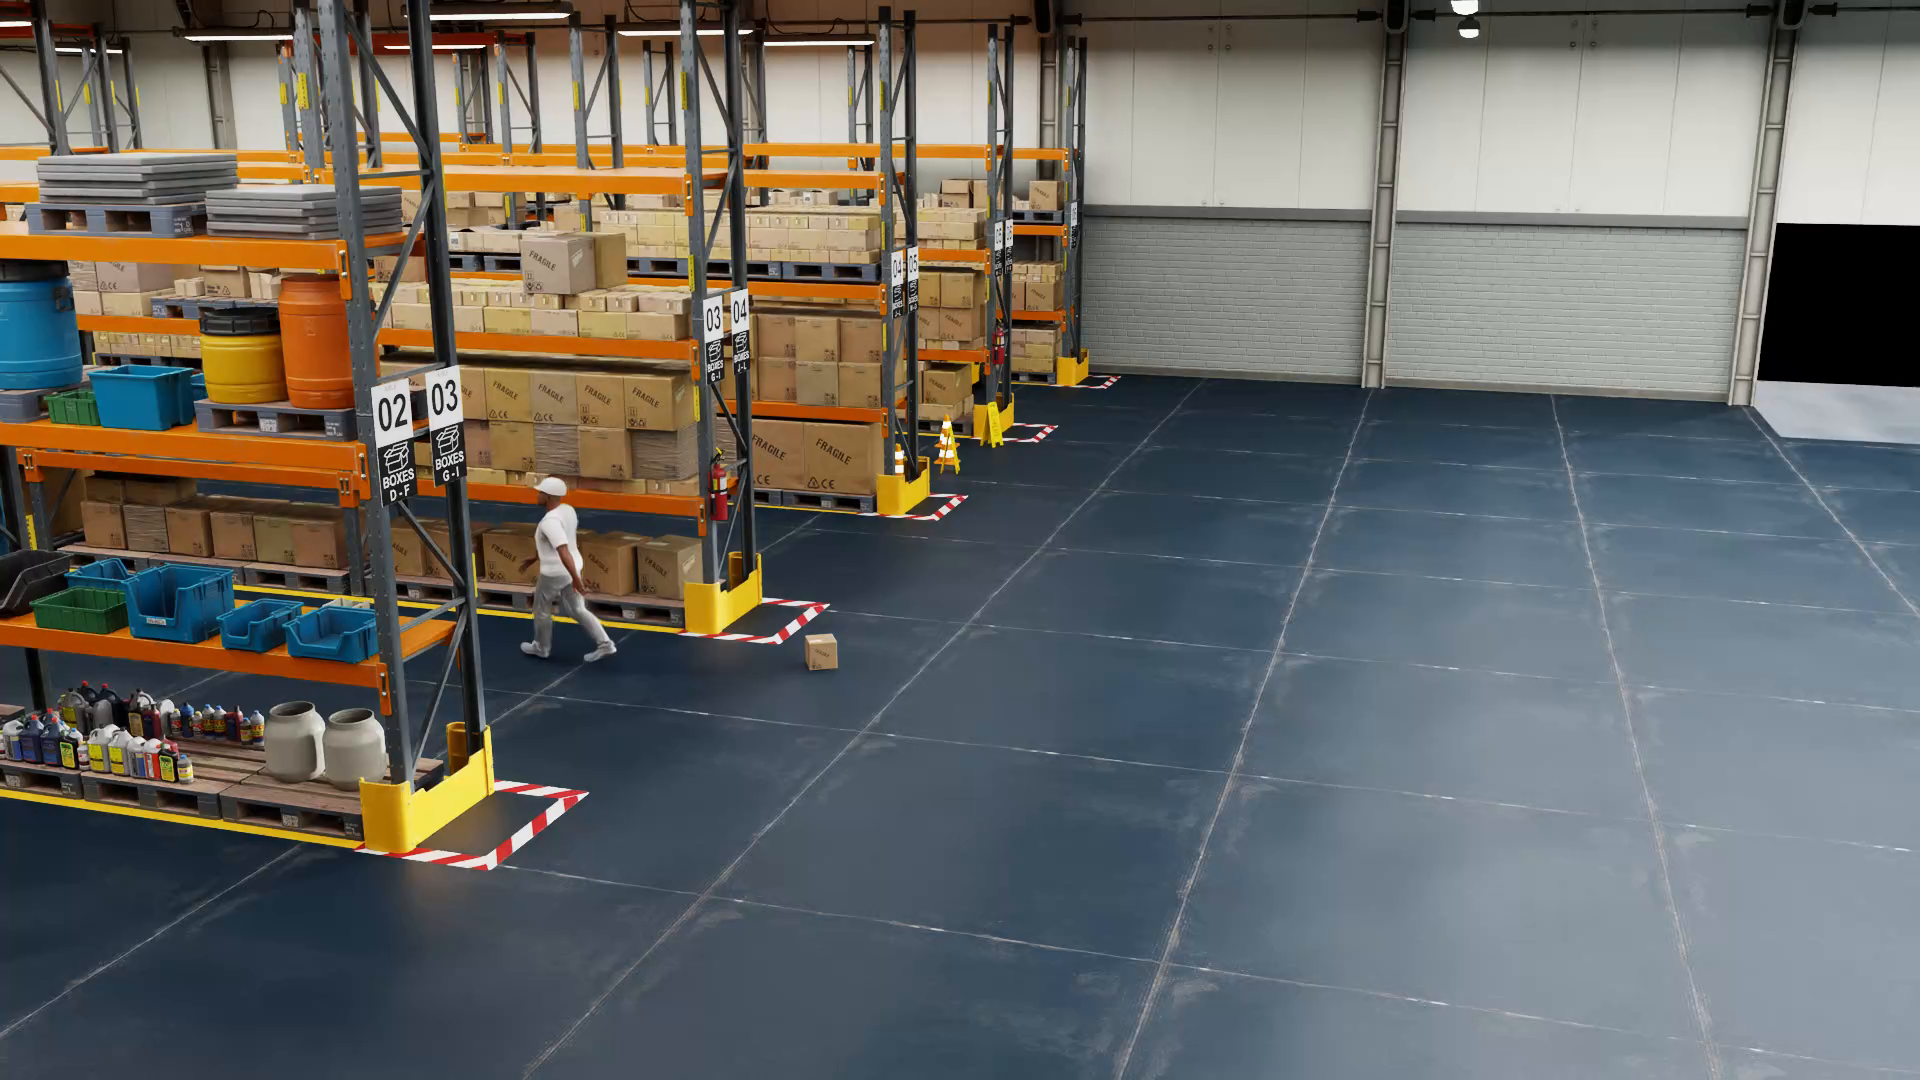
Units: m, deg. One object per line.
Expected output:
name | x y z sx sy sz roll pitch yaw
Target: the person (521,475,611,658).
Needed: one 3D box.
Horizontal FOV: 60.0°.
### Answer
person | -3.631 0.259 15.023 0.954 1.715 0.515 6 16 21
